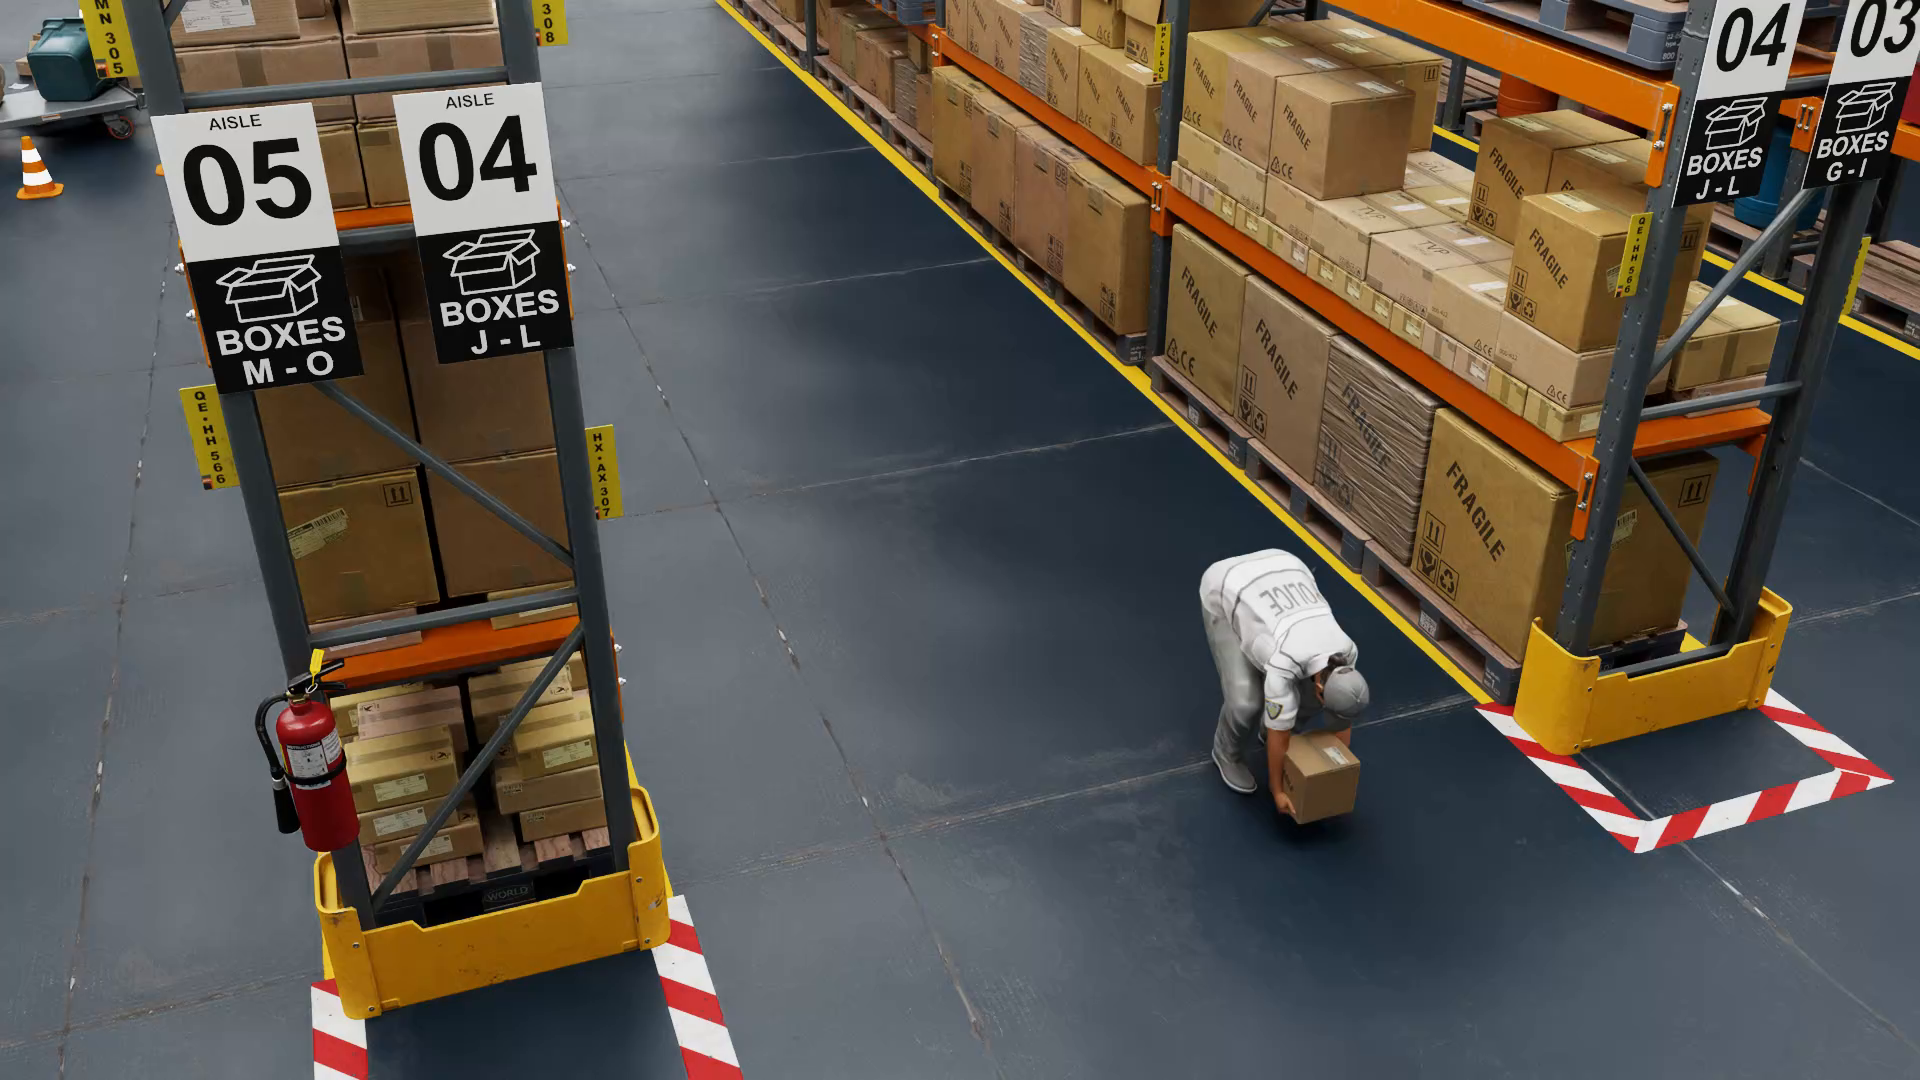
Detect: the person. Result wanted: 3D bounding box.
[{"bbox_3d":[1.328,0.606,6.768,0.498,0.978,0.943,-12,32,-20],"label":"person"}]
